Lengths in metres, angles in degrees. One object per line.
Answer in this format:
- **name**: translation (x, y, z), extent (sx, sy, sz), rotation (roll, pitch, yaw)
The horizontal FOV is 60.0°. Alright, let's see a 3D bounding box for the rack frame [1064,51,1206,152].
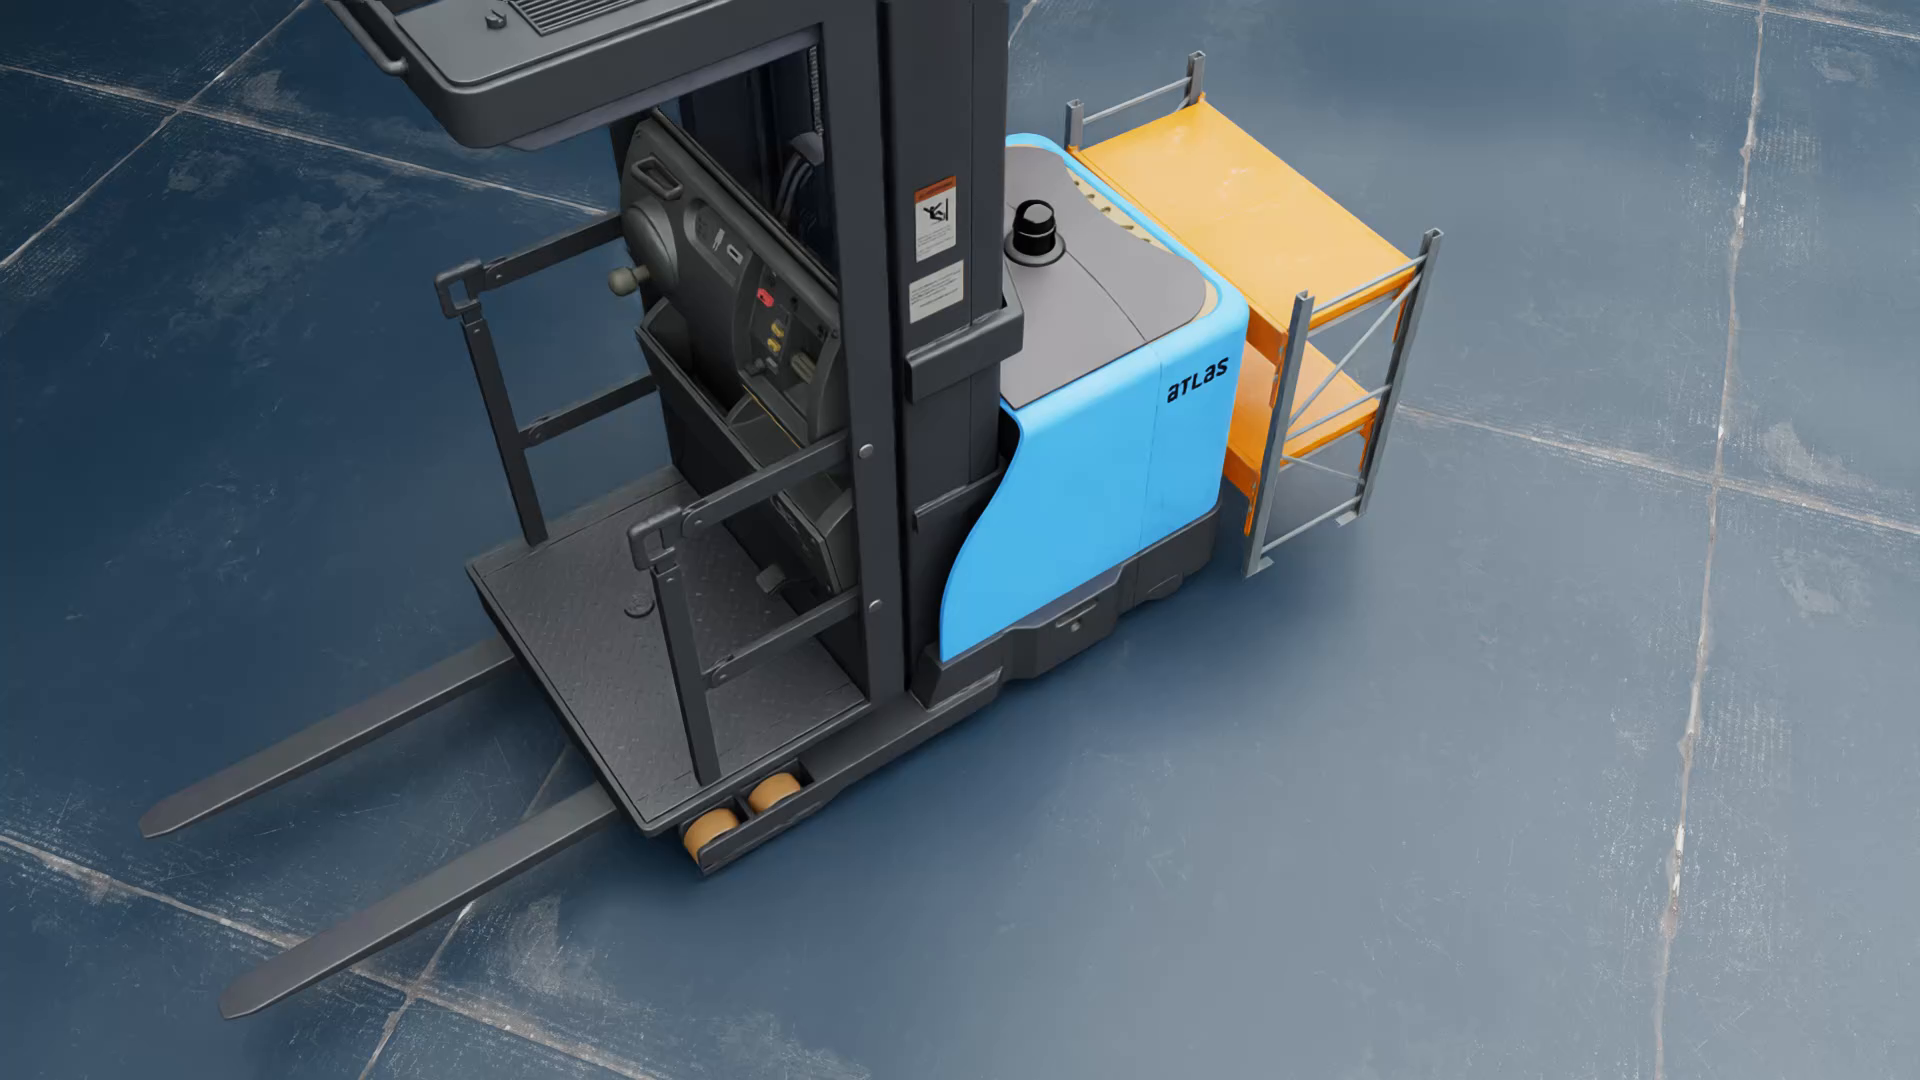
- **rack frame**: translation (0.528, -1.005, 5.376), extent (0.500, 1.125, 0.032), rotation (-26, 54, -21)

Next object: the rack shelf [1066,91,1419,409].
- **rack shelf**: translation (0.808, -0.876, 4.877), extent (0.538, 0.278, 1.000), rotation (-26, 54, -21)

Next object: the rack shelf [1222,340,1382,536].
- **rack shelf**: translation (0.808, -0.524, 5.283), extent (0.538, 0.278, 1.000), rotation (-26, 54, -21)

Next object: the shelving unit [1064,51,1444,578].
- **shelving unit**: translation (0.808, -0.684, 5.098), extent (0.538, 1.125, 1.048), rotation (-26, 54, -21)

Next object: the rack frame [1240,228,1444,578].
- **rack frame**: translation (1.087, -0.363, 4.820), extent (0.500, 1.125, 0.032), rotation (-26, 54, -21)

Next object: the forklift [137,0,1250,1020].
- **forklift**: translation (-0.712, -0.537, 3.776), extent (3.031, 2.935, 1.130), rotation (-28, 55, -22)
